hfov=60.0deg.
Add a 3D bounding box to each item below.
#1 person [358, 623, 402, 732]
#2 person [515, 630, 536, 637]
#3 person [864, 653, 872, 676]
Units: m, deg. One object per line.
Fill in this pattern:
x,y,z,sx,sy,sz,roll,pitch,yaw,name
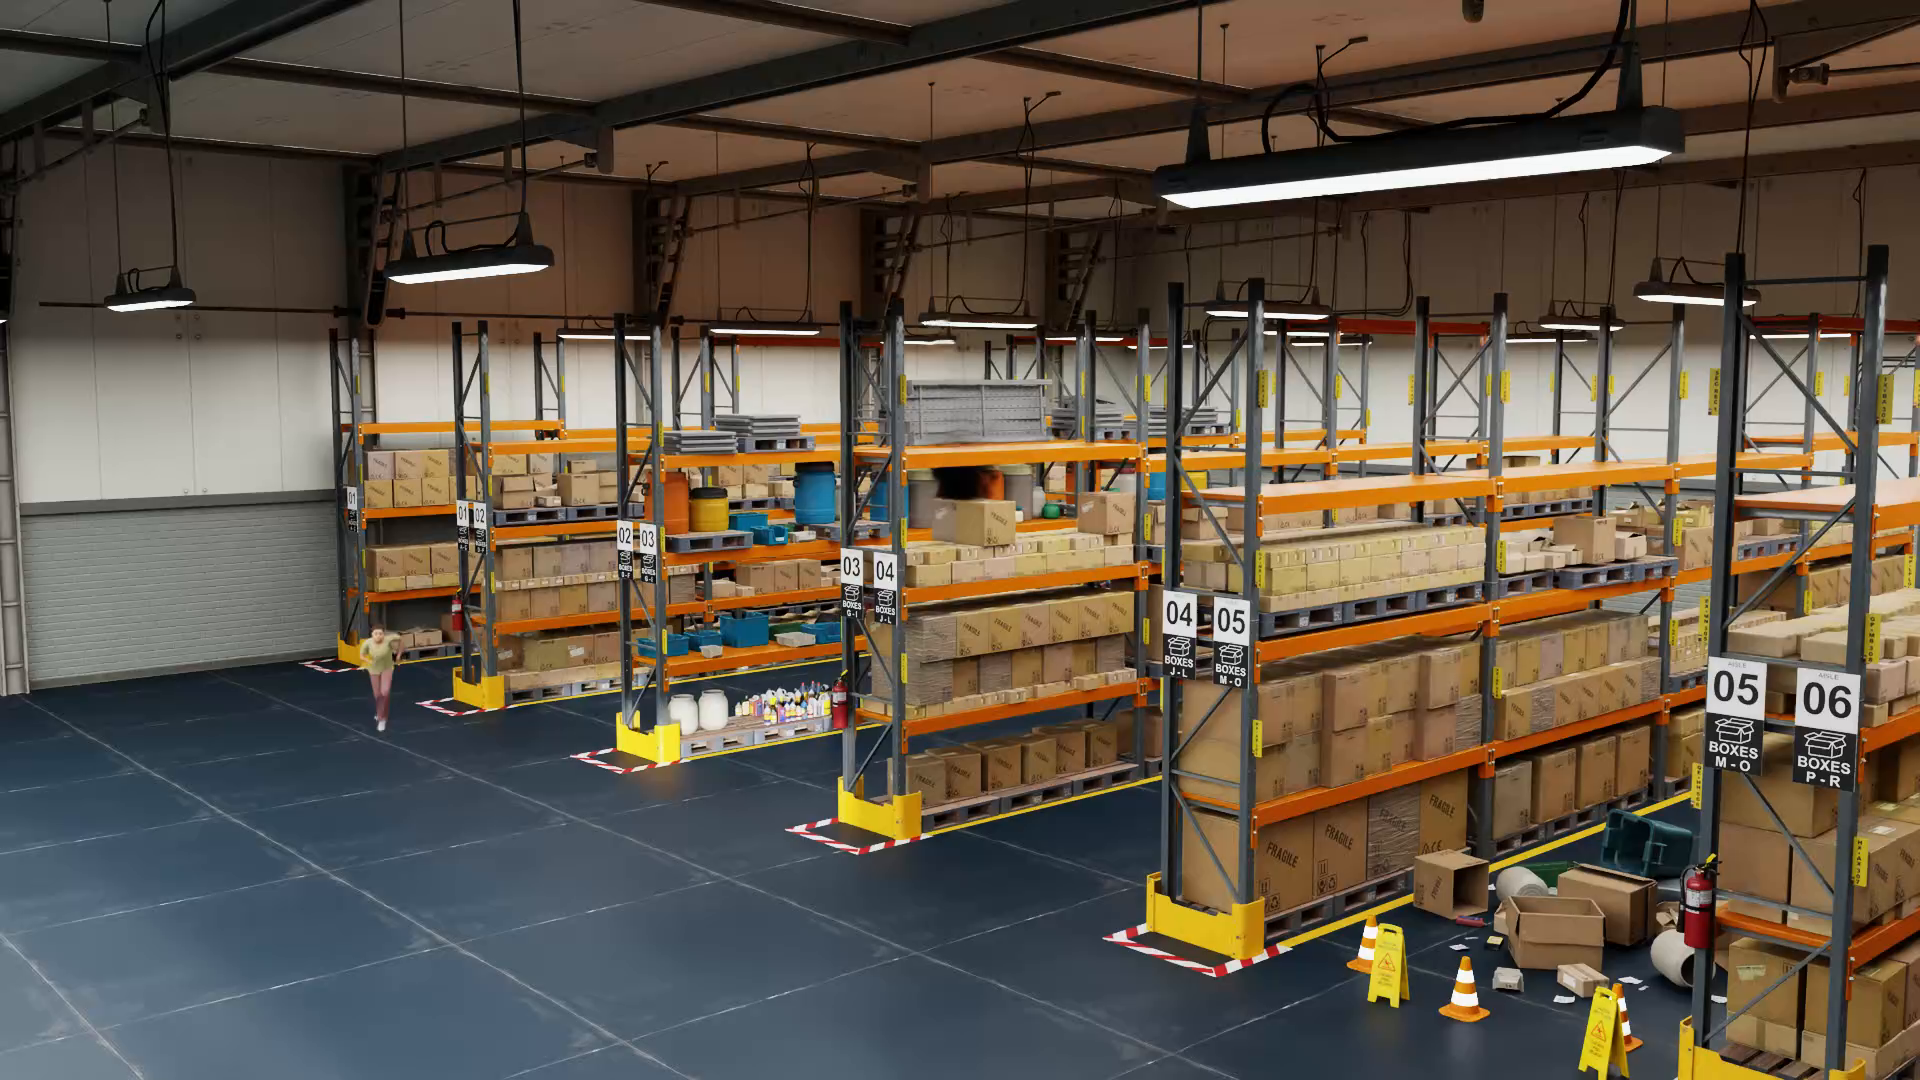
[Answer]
-8.517,1.982,24.487,0.616,1.621,0.950,-2,6,-18,person
-7.561,1.485,29.082,0.539,1.613,0.871,3,6,27,person
-1.266,1.413,28.736,0.681,1.807,0.926,5,8,42,person
